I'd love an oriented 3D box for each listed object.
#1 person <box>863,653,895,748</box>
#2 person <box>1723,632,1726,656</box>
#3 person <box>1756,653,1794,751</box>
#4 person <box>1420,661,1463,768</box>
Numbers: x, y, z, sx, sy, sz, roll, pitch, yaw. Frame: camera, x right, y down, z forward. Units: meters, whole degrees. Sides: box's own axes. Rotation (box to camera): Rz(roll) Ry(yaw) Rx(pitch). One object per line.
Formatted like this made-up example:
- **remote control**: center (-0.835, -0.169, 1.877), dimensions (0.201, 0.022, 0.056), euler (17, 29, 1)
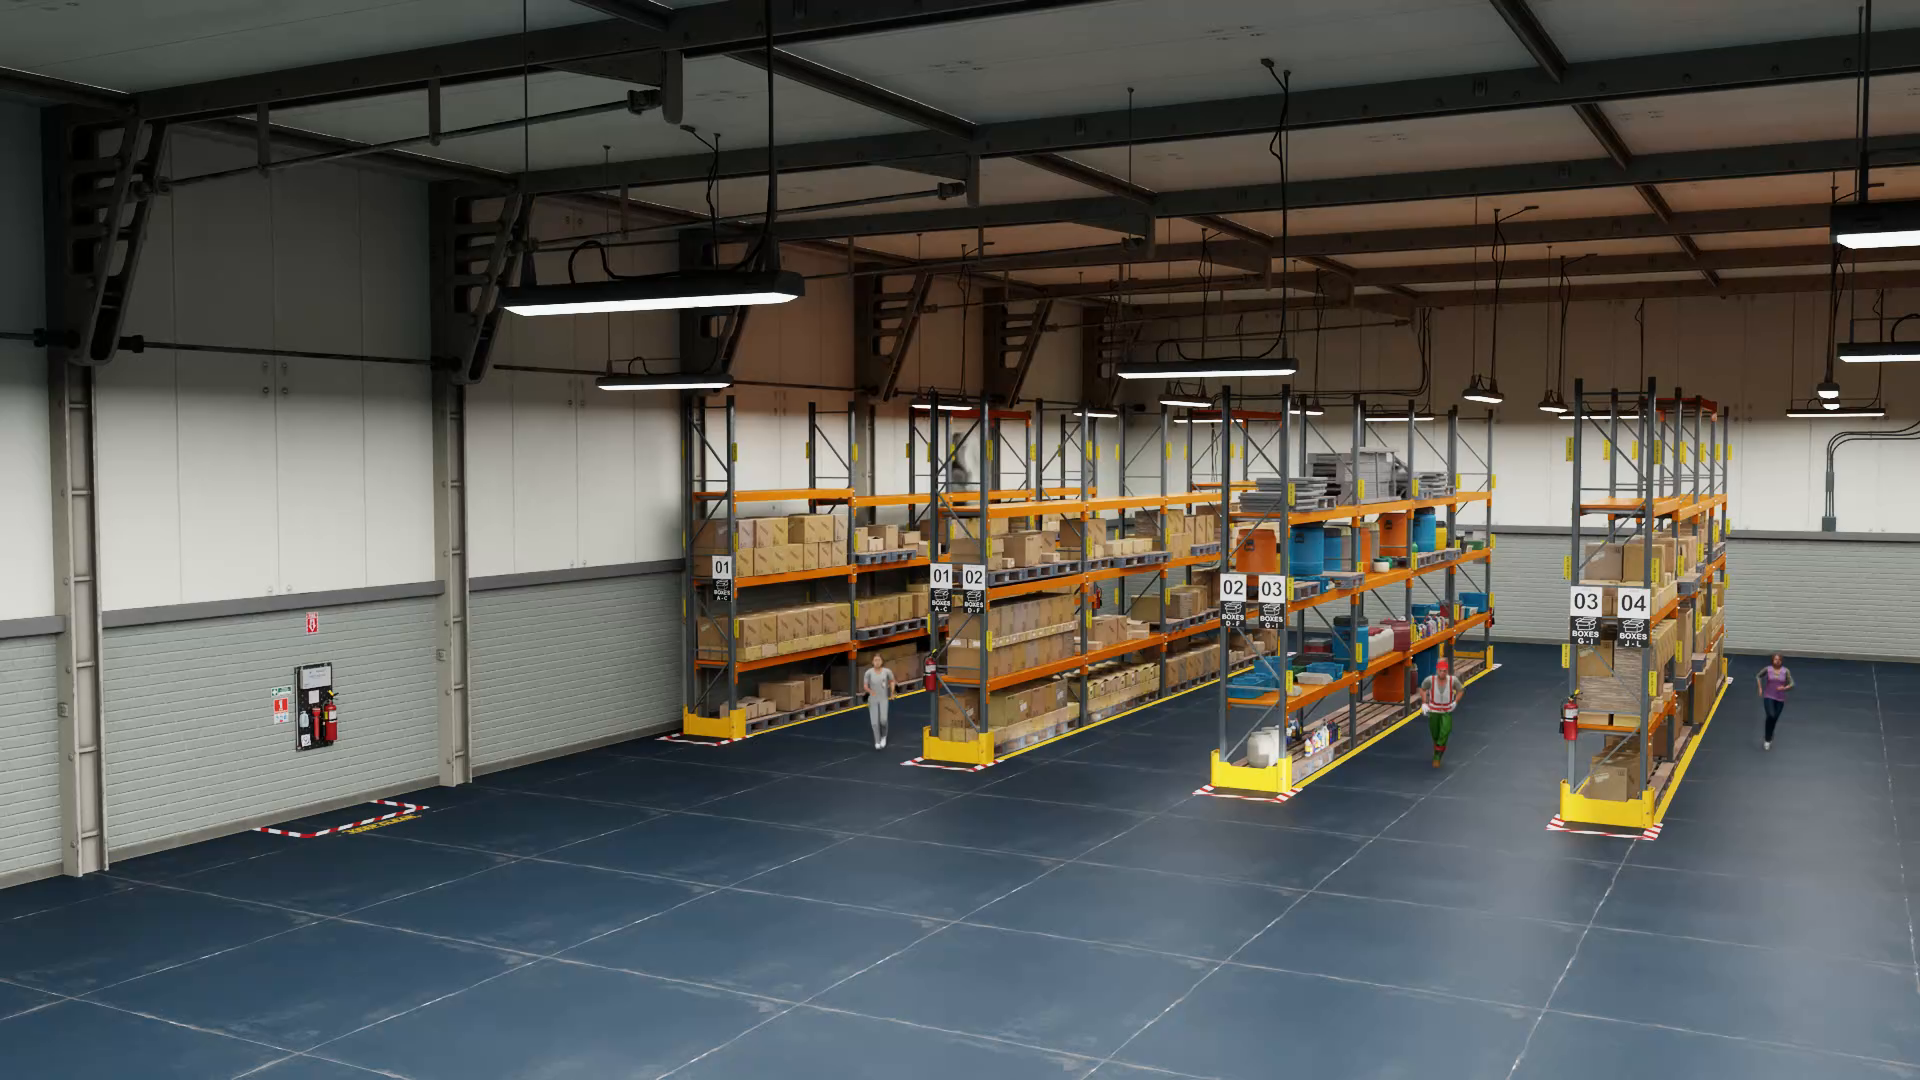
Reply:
- **person**: center (-1.355, 2.707, 27.896), dimensions (0.537, 1.627, 0.693), euler (0, 3, -2)
- **person**: center (16.937, 2.207, 37.511), dimensions (0.674, 1.648, 0.654), euler (2, 4, 33)
- **person**: center (13.808, 2.731, 28.179), dimensions (0.542, 1.621, 0.663), euler (1, 3, 13)
- **person**: center (7.707, 2.764, 26.662), dimensions (0.640, 1.720, 0.893), euler (1, 3, 10)
